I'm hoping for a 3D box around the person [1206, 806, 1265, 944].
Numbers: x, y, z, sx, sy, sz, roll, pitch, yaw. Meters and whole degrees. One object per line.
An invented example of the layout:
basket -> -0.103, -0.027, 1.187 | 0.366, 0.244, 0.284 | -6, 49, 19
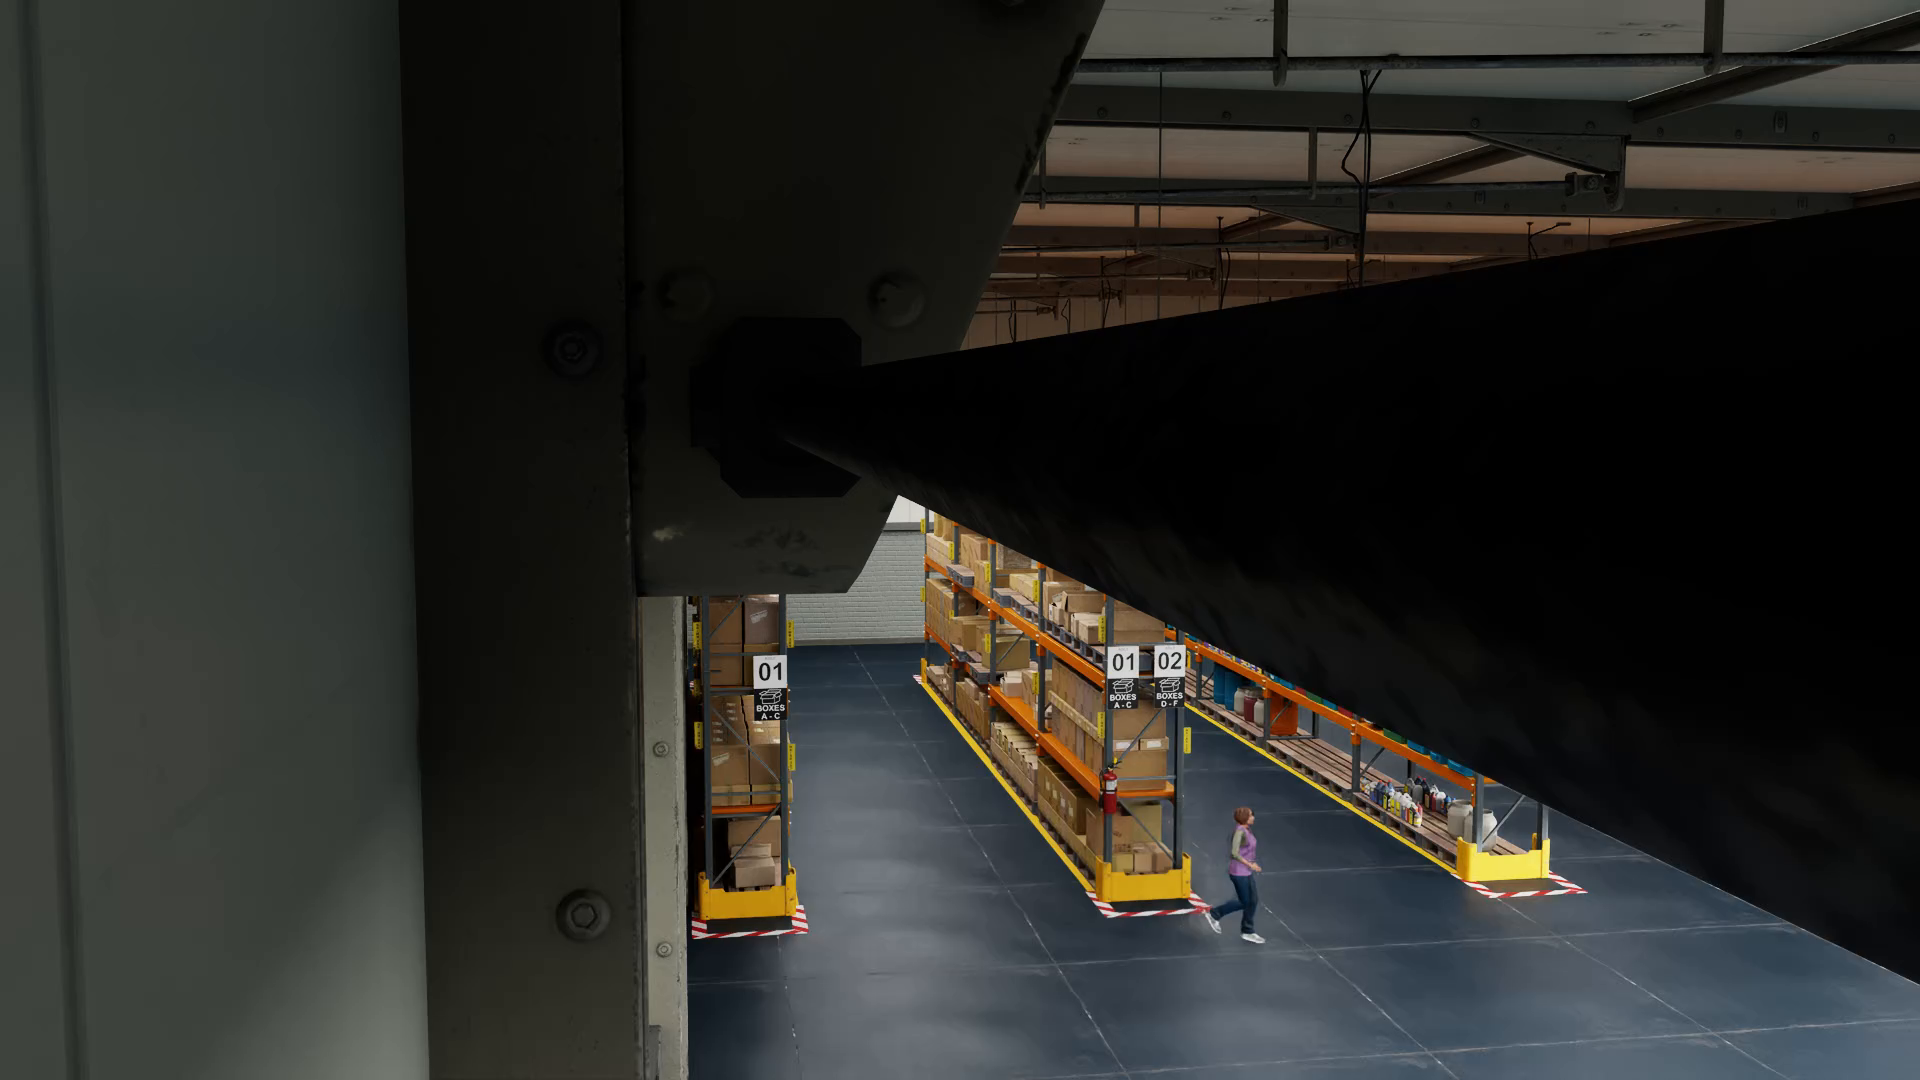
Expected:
person -> 3.210, 3.857, 19.262 | 0.680, 1.593, 0.566 | 2, 5, 19
